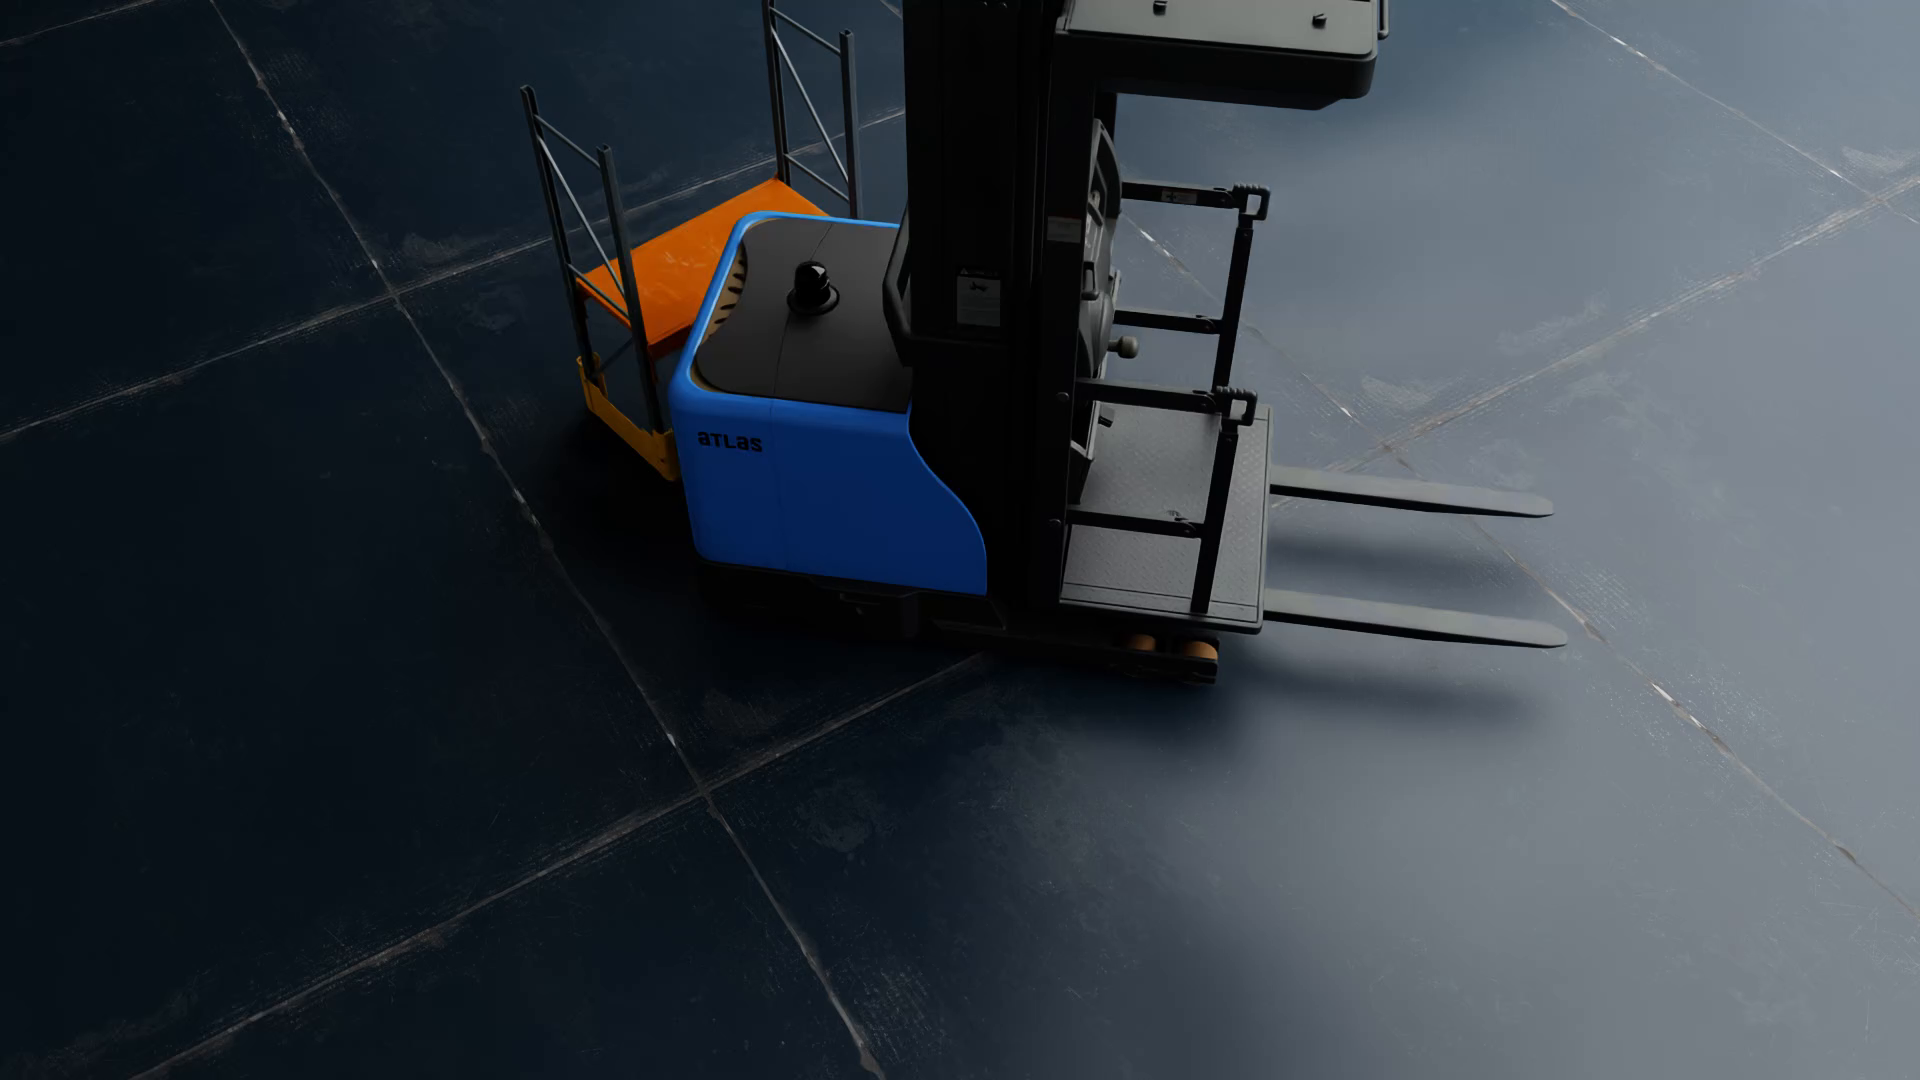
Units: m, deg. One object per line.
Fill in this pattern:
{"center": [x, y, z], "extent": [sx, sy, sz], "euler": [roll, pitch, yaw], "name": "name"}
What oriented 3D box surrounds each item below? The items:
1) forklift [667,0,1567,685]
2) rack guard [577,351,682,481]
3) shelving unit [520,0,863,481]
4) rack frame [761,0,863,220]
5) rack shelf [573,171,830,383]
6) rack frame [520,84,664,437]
{"center": [0.618, -0.900, 5.088], "extent": [3.031, 2.935, 1.130], "euler": [7, 49, 6], "name": "forklift"}
{"center": [-1.289, -0.488, 6.517], "extent": [0.087, 0.250, 0.587], "euler": [-34, 57, -27], "name": "rack guard"}
{"center": [-0.921, -1.154, 6.273], "extent": [1.083, 1.500, 0.587], "euler": [-34, 57, -27], "name": "shelving unit"}
{"center": [-0.552, -1.405, 6.497], "extent": [0.032, 1.500, 0.500], "euler": [-34, 57, -27], "name": "rack frame"}
{"center": [-0.928, -1.030, 6.403], "extent": [1.000, 0.185, 0.538], "euler": [-34, 57, -27], "name": "rack shelf"}
{"center": [-1.304, -0.894, 6.041], "extent": [0.032, 1.500, 0.500], "euler": [-34, 57, -27], "name": "rack frame"}
